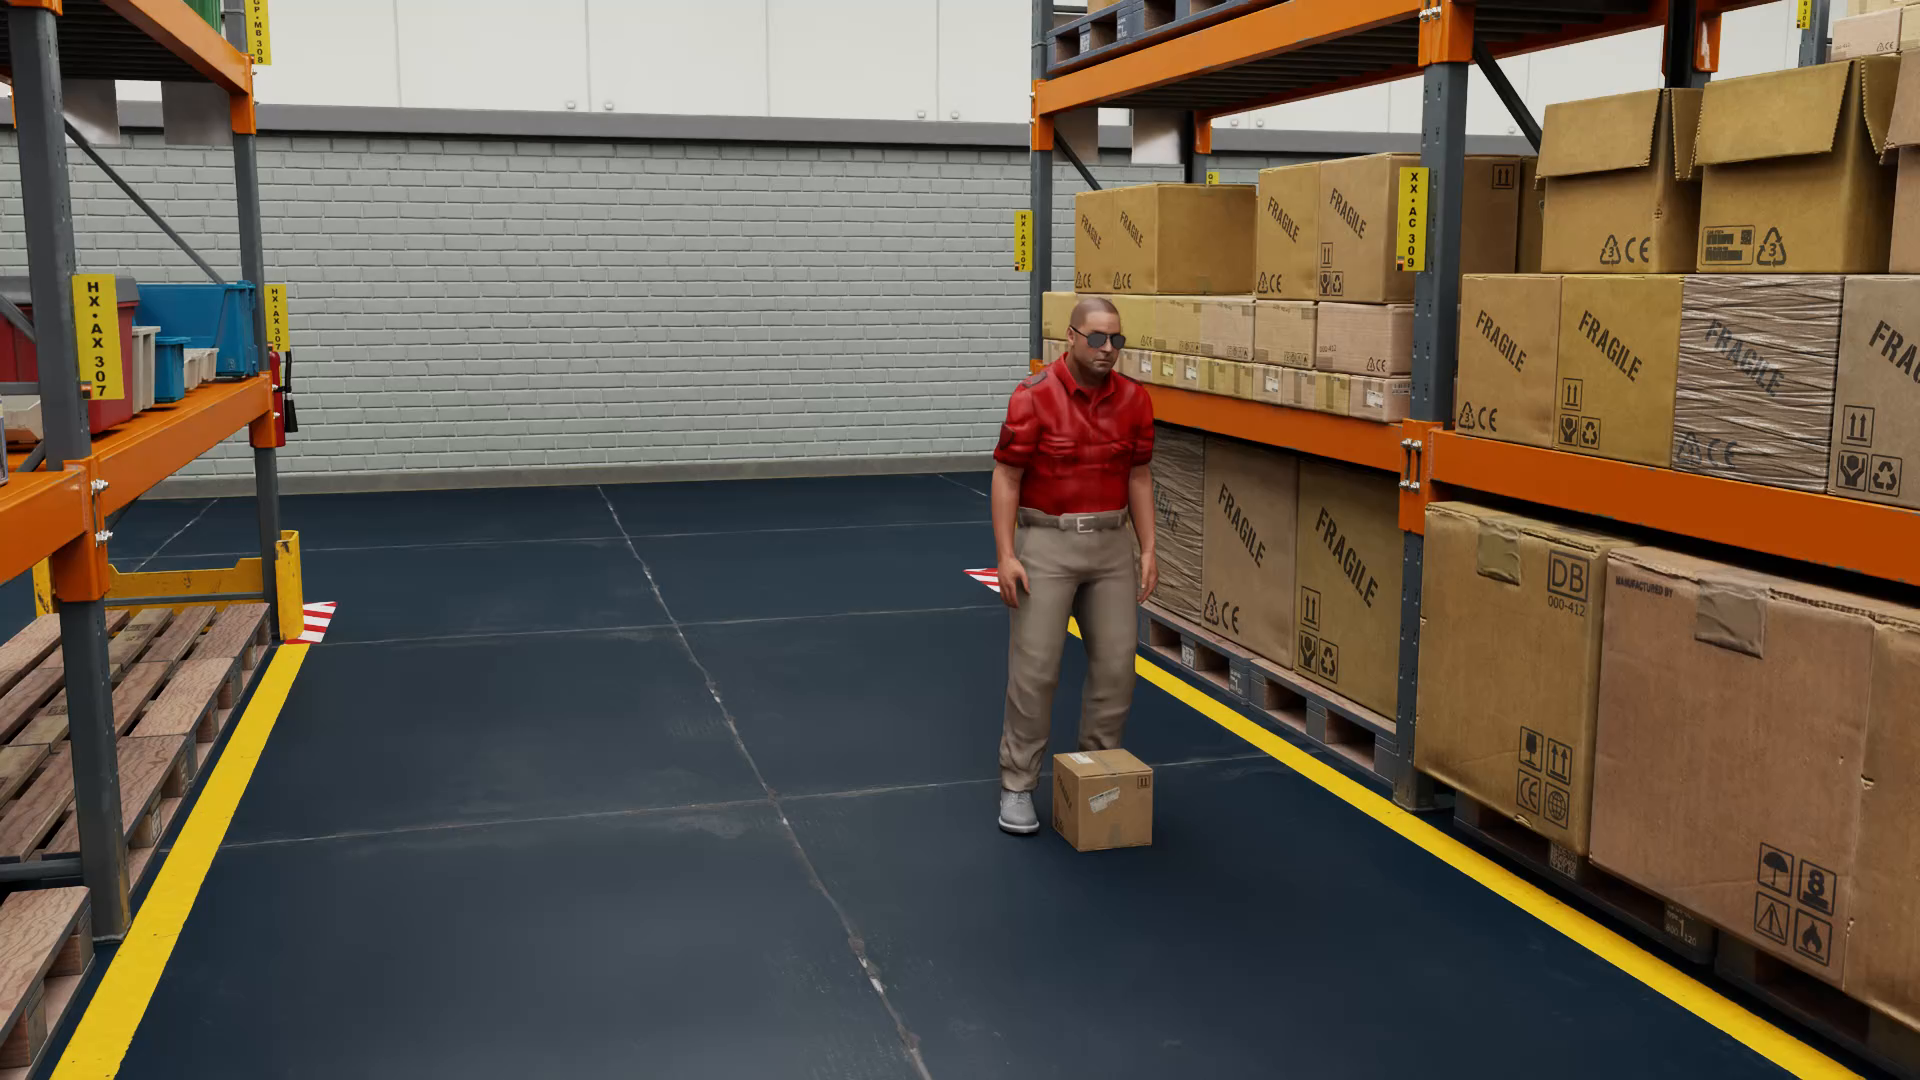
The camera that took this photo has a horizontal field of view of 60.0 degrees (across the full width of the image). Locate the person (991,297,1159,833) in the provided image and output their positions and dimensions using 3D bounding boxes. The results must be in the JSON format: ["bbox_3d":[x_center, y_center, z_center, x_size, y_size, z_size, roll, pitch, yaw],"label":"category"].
[{"bbox_3d":[0.384,0.068,5.495,0.599,1.726,0.393,-3,10,-19],"label":"person"}]
